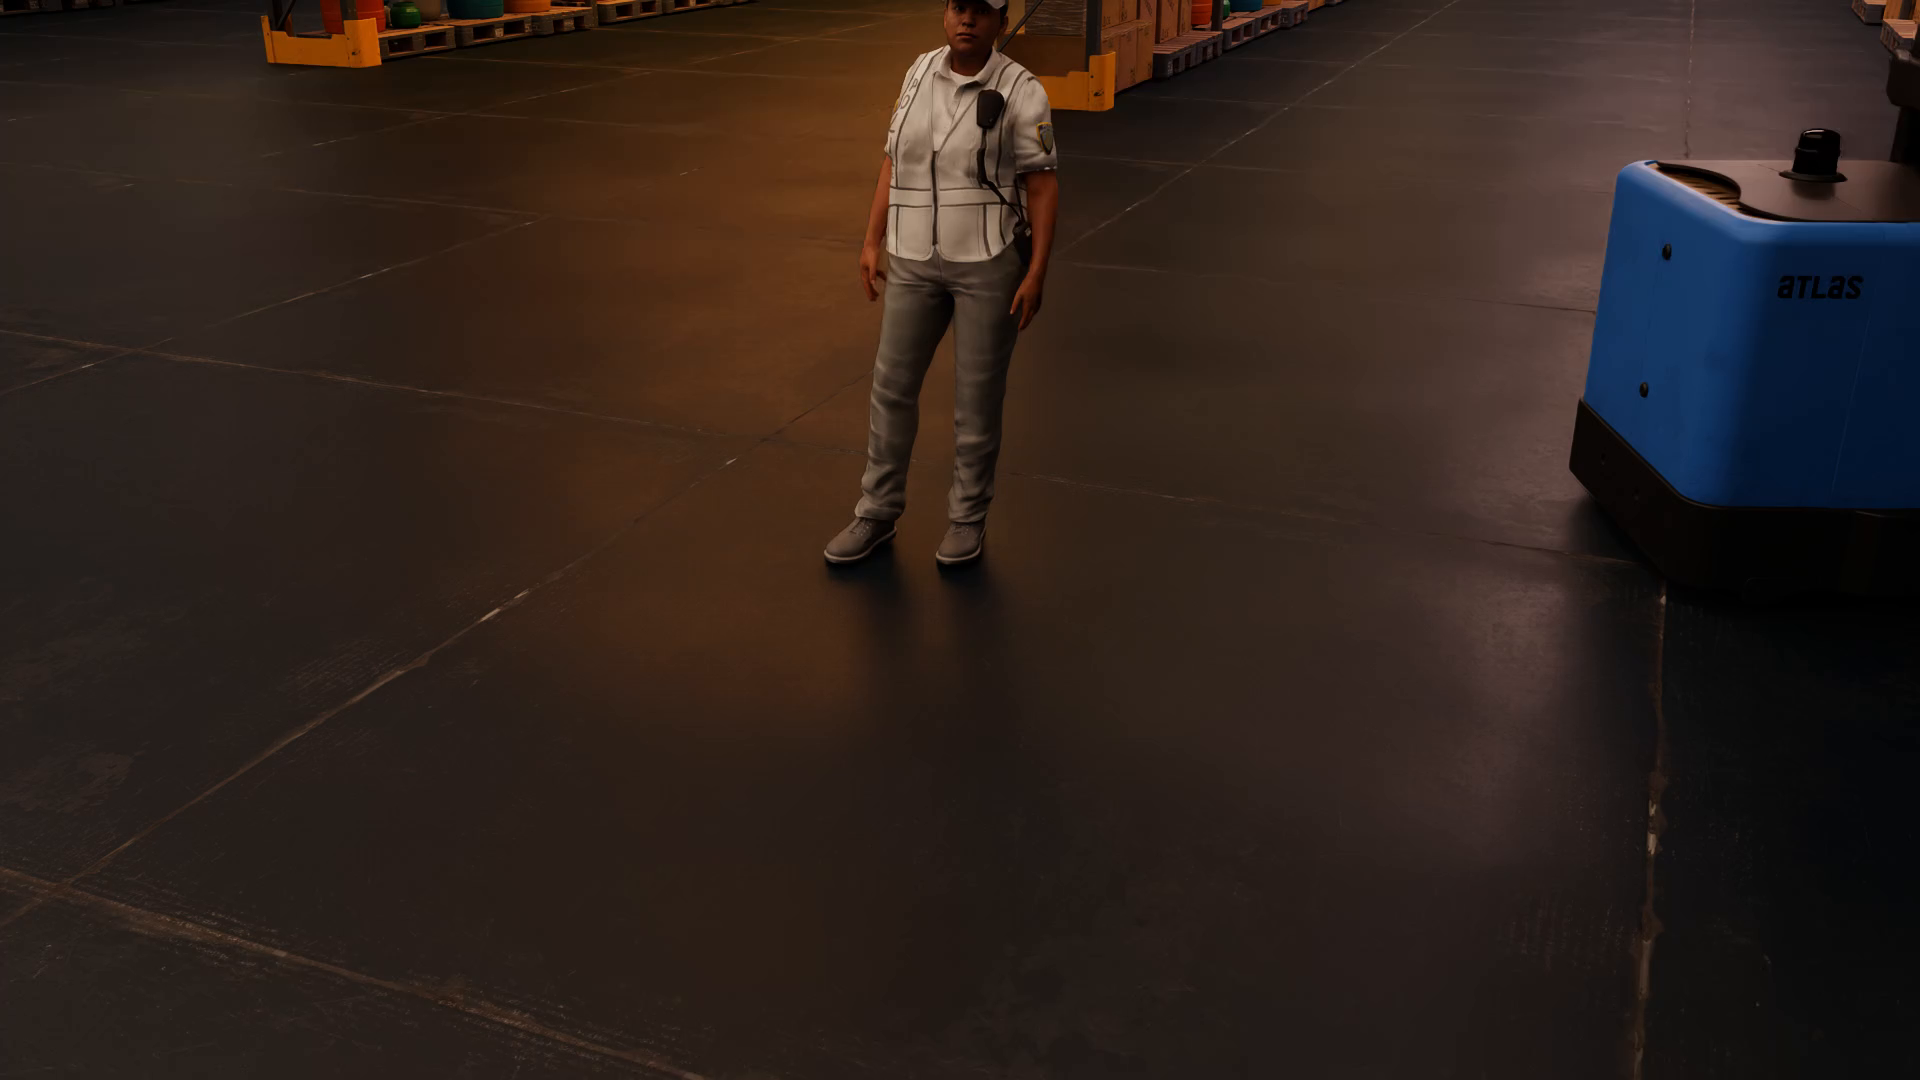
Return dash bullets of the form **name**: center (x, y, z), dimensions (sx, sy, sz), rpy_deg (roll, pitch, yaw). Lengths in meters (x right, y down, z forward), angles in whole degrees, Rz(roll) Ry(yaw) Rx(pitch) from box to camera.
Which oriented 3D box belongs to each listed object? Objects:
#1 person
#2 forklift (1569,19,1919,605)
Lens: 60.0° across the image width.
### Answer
- **person**: center (-0.050, -0.751, 4.712), dimensions (0.598, 1.670, 0.529), rpy_deg (9, 24, 21)
- **forklift**: center (3.502, -1.334, 4.485), dimensions (3.031, 2.935, 1.130), rpy_deg (1, 23, 1)
